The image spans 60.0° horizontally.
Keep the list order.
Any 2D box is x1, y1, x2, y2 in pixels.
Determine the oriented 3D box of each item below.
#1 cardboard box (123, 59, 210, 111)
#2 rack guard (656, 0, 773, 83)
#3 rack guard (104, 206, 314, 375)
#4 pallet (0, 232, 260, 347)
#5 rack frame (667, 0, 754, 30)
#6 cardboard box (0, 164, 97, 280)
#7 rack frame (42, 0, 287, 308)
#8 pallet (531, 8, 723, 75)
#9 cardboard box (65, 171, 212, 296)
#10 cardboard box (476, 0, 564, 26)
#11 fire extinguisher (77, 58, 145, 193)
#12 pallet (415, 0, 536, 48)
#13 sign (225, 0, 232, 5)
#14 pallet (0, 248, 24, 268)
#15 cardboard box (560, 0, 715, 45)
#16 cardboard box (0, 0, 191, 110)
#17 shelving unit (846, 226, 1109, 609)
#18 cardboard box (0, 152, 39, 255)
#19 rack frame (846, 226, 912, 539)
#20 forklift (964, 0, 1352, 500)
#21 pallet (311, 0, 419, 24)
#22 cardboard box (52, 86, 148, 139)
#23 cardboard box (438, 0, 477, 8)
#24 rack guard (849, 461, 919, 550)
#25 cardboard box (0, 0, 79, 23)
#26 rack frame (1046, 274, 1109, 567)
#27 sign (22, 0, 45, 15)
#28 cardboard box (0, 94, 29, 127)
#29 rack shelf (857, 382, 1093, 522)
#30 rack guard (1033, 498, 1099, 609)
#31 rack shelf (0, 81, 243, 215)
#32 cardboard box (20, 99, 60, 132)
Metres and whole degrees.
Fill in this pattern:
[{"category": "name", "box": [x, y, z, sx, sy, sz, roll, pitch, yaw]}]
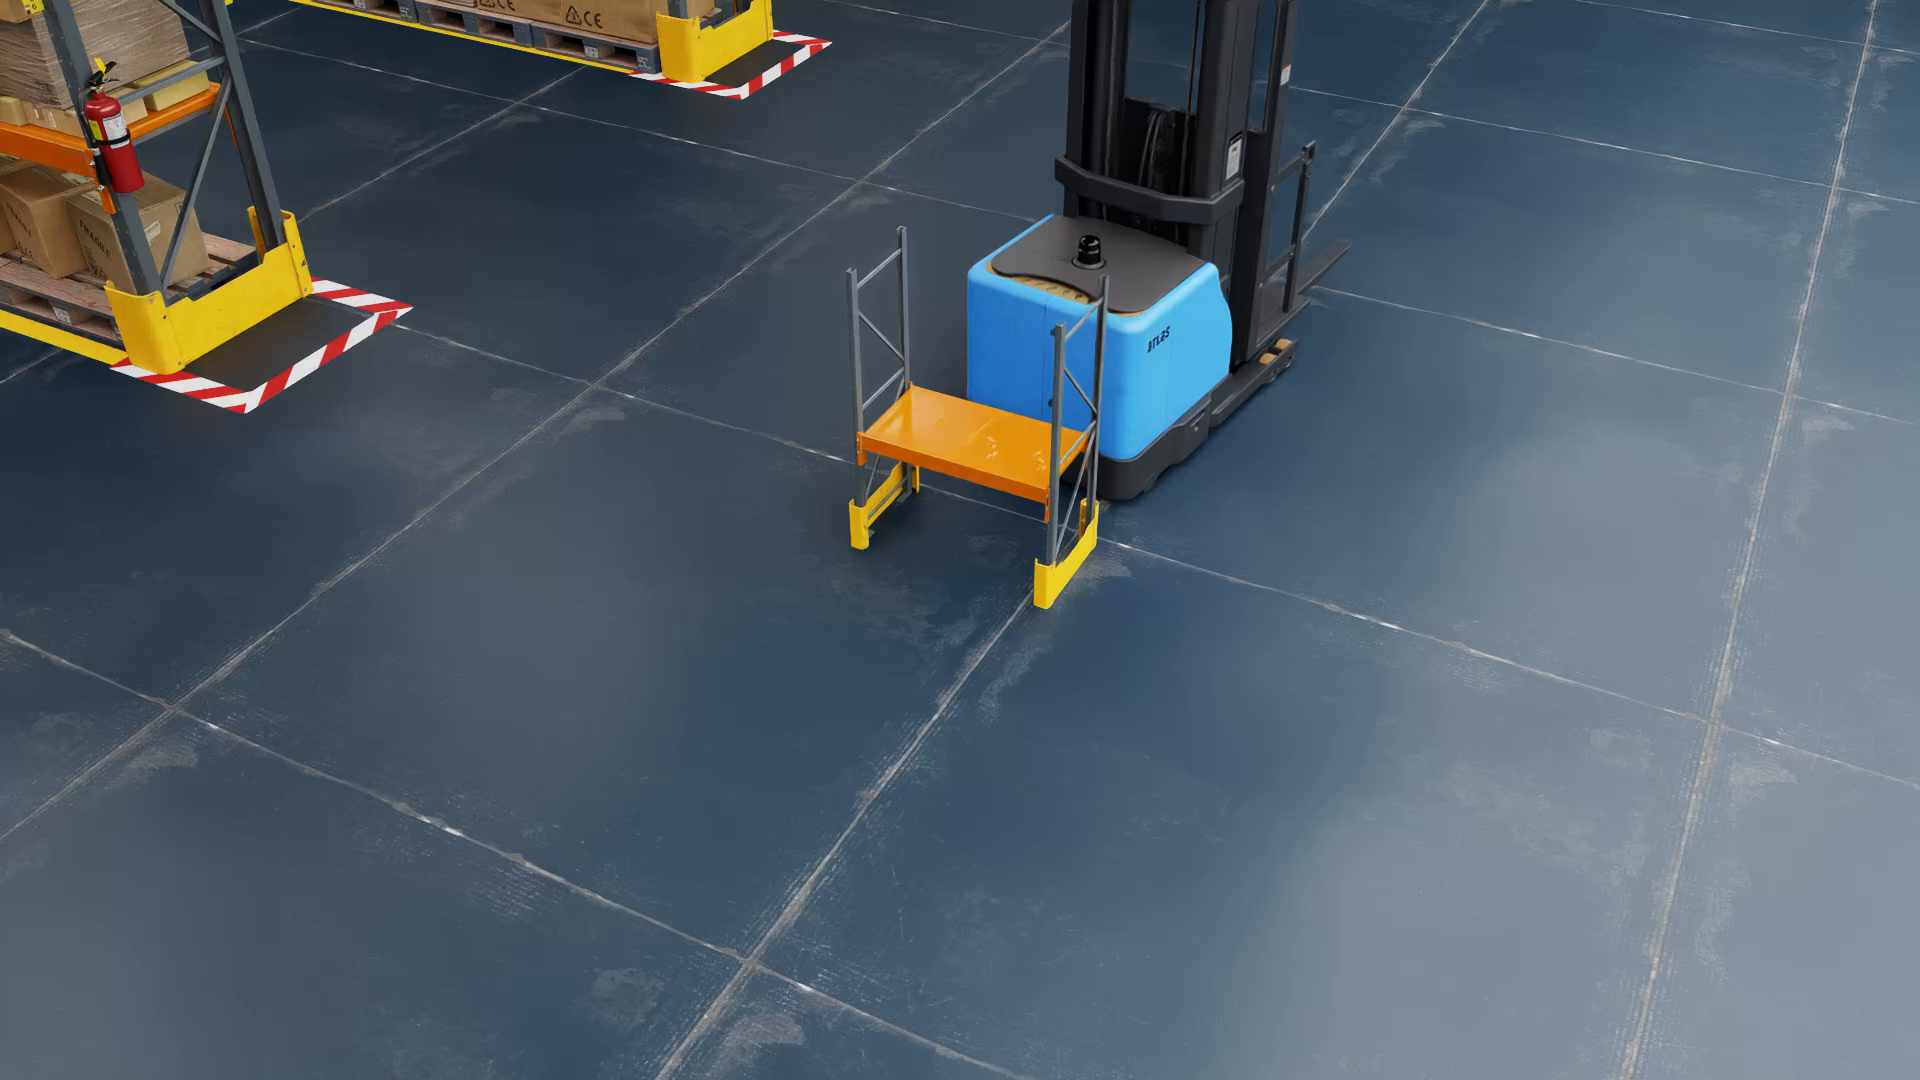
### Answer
[{"category": "cardboard box", "box": [-4.472, -2.570, 9.363, 0.250, 0.149, 0.380, 17, 41, 21]}, {"category": "rack guard", "box": [-1.937, -4.096, 13.232, 0.348, 0.500, 1.175, 17, 41, 21]}, {"category": "rack guard", "box": [-4.396, -1.489, 9.798, 0.348, 0.500, 1.175, 17, 41, 21]}, {"category": "pallet", "box": [-5.101, -1.618, 10.208, 1.213, 0.211, 1.003, 17, 41, 21]}, {"category": "rack frame", "box": [-1.958, -5.098, 12.485, 0.127, 3.000, 1.000, 17, 41, 21]}, {"category": "cardboard box", "box": [-5.422, -1.965, 10.078, 0.500, 0.500, 0.500, 29, 46, 33]}, {"category": "rack frame", "box": [-4.329, -2.463, 9.014, 0.127, 3.000, 1.000, 17, 41, 21]}, {"category": "pallet", "box": [-2.704, -4.168, 13.566, 1.213, 0.211, 1.003, 17, 41, 21]}, {"category": "cardboard box", "box": [-4.875, -1.817, 9.883, 0.500, 0.500, 0.500, 25, 44, 29]}, {"category": "cardboard box", "box": [-3.373, -4.816, 13.523, 0.875, 0.875, 0.875, 17, 40, 21]}, {"category": "fire extinguisher", "box": [-4.439, -2.153, 8.670, 0.183, 0.674, 0.296, 17, 41, 21]}, {"category": "pallet", "box": [-3.783, -4.507, 14.014, 1.213, 0.211, 1.003, 17, 41, 21]}, {"category": "sign", "box": [-4.079, -3.099, 9.136, 0.005, 0.325, 0.100, 17, 41, 21]}, {"category": "pallet", "box": [-6.181, -1.958, 10.655, 1.213, 0.211, 1.003, 17, 41, 21]}, {"category": "cardboard box", "box": [-2.590, -4.572, 13.202, 0.875, 0.875, 0.875, 18, 41, 22]}, {"category": "cardboard box", "box": [-4.804, -2.789, 9.115, 0.500, 0.500, 0.875, 17, 41, 21]}, {"category": "shelving unit", "box": [0.068, -0.576, 7.769, 1.083, 1.500, 0.587, 17, 41, 21]}, {"category": "cardboard box", "box": [-5.969, -2.149, 10.321, 0.500, 0.500, 0.500, 21, 42, 26]}, {"category": "rack frame", "box": [-0.376, -0.715, 7.951, 0.032, 1.500, 0.500, 17, 41, 21]}, {"category": "forklift", "box": [1.285, -2.214, 8.743, 1.130, 2.935, 3.031, 23, 43, 27]}, {"category": "pallet", "box": [-4.871, -4.846, 14.460, 1.213, 0.211, 1.003, 17, 41, 21]}, {"category": "cardboard box", "box": [-4.677, -2.331, 9.048, 0.250, 0.149, 0.380, 17, 41, 21]}, {"category": "cardboard box", "box": [-4.181, -5.070, 13.858, 0.875, 0.875, 0.875, 18, 41, 22]}, {"category": "rack guard", "box": [-0.375, -0.217, 8.329, 0.087, 0.250, 0.587, 17, 41, 21]}, {"category": "cardboard box", "box": [-4.931, -3.040, 8.618, 0.500, 0.500, 0.500, 17, 41, 21]}, {"category": "rack frame", "box": [0.527, -0.432, 7.579, 0.032, 1.500, 0.500, 17, 41, 21]}, {"category": "sign", "box": [-4.602, -2.758, 8.183, 0.005, 0.325, 0.100, 17, 41, 21]}, {"category": "cardboard box", "box": [-5.144, -2.443, 9.196, 0.250, 0.149, 0.380, 17, 41, 21]}, {"category": "rack shelf", "box": [0.076, -0.430, 7.874, 1.000, 0.185, 0.538, 17, 41, 21]}, {"category": "rack guard", "box": [0.510, 0.060, 7.964, 0.087, 0.250, 0.587, 17, 41, 21]}, {"category": "rack shelf", "box": [-6.105, -2.733, 9.964, 4.000, 0.370, 1.077, 17, 41, 21]}, {"category": "cardboard box", "box": [-4.898, -2.401, 9.140, 0.250, 0.149, 0.380, 17, 41, 21]}]
